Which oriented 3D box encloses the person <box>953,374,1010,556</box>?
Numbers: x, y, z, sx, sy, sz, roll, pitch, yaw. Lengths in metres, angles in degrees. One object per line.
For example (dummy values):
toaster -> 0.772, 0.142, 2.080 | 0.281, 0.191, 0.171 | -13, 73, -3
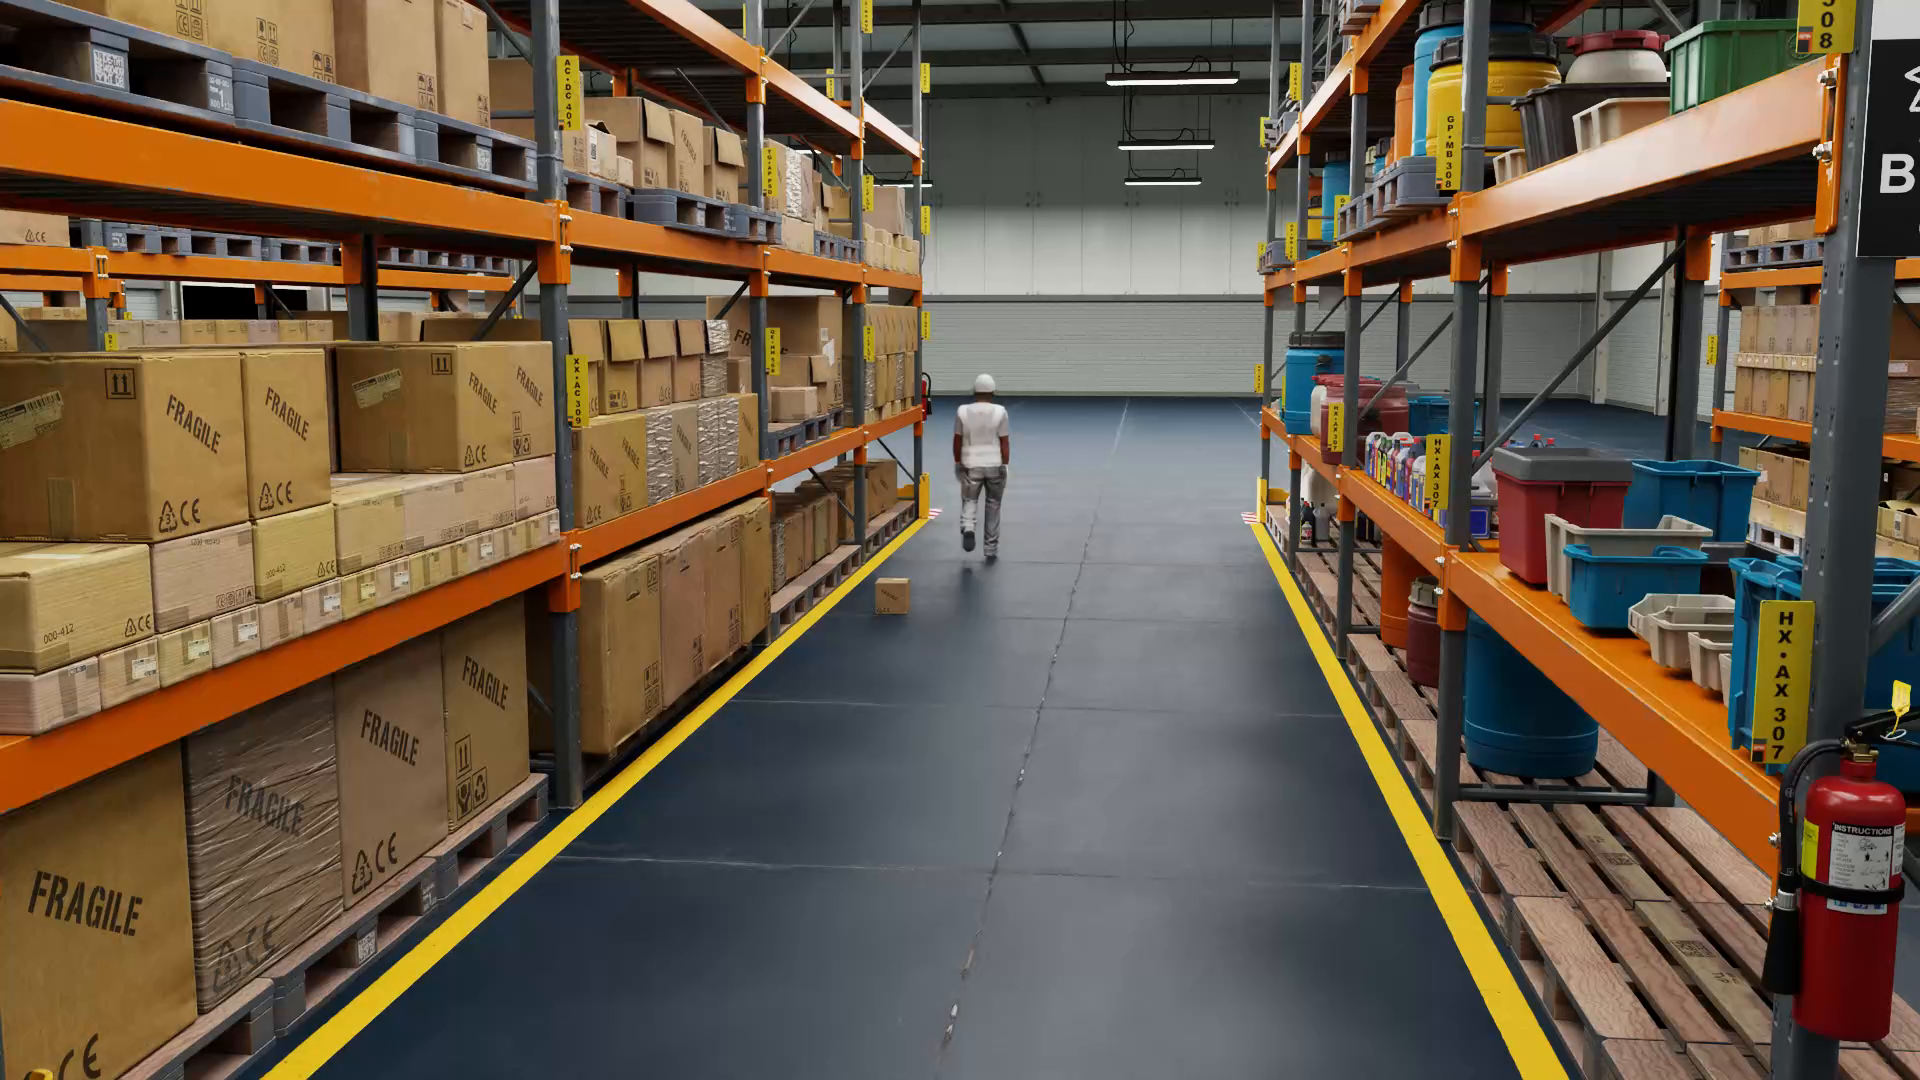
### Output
person -> 0.205, -0.711, 16.015 | 0.551, 1.769, 0.731 | 1, 8, 7
